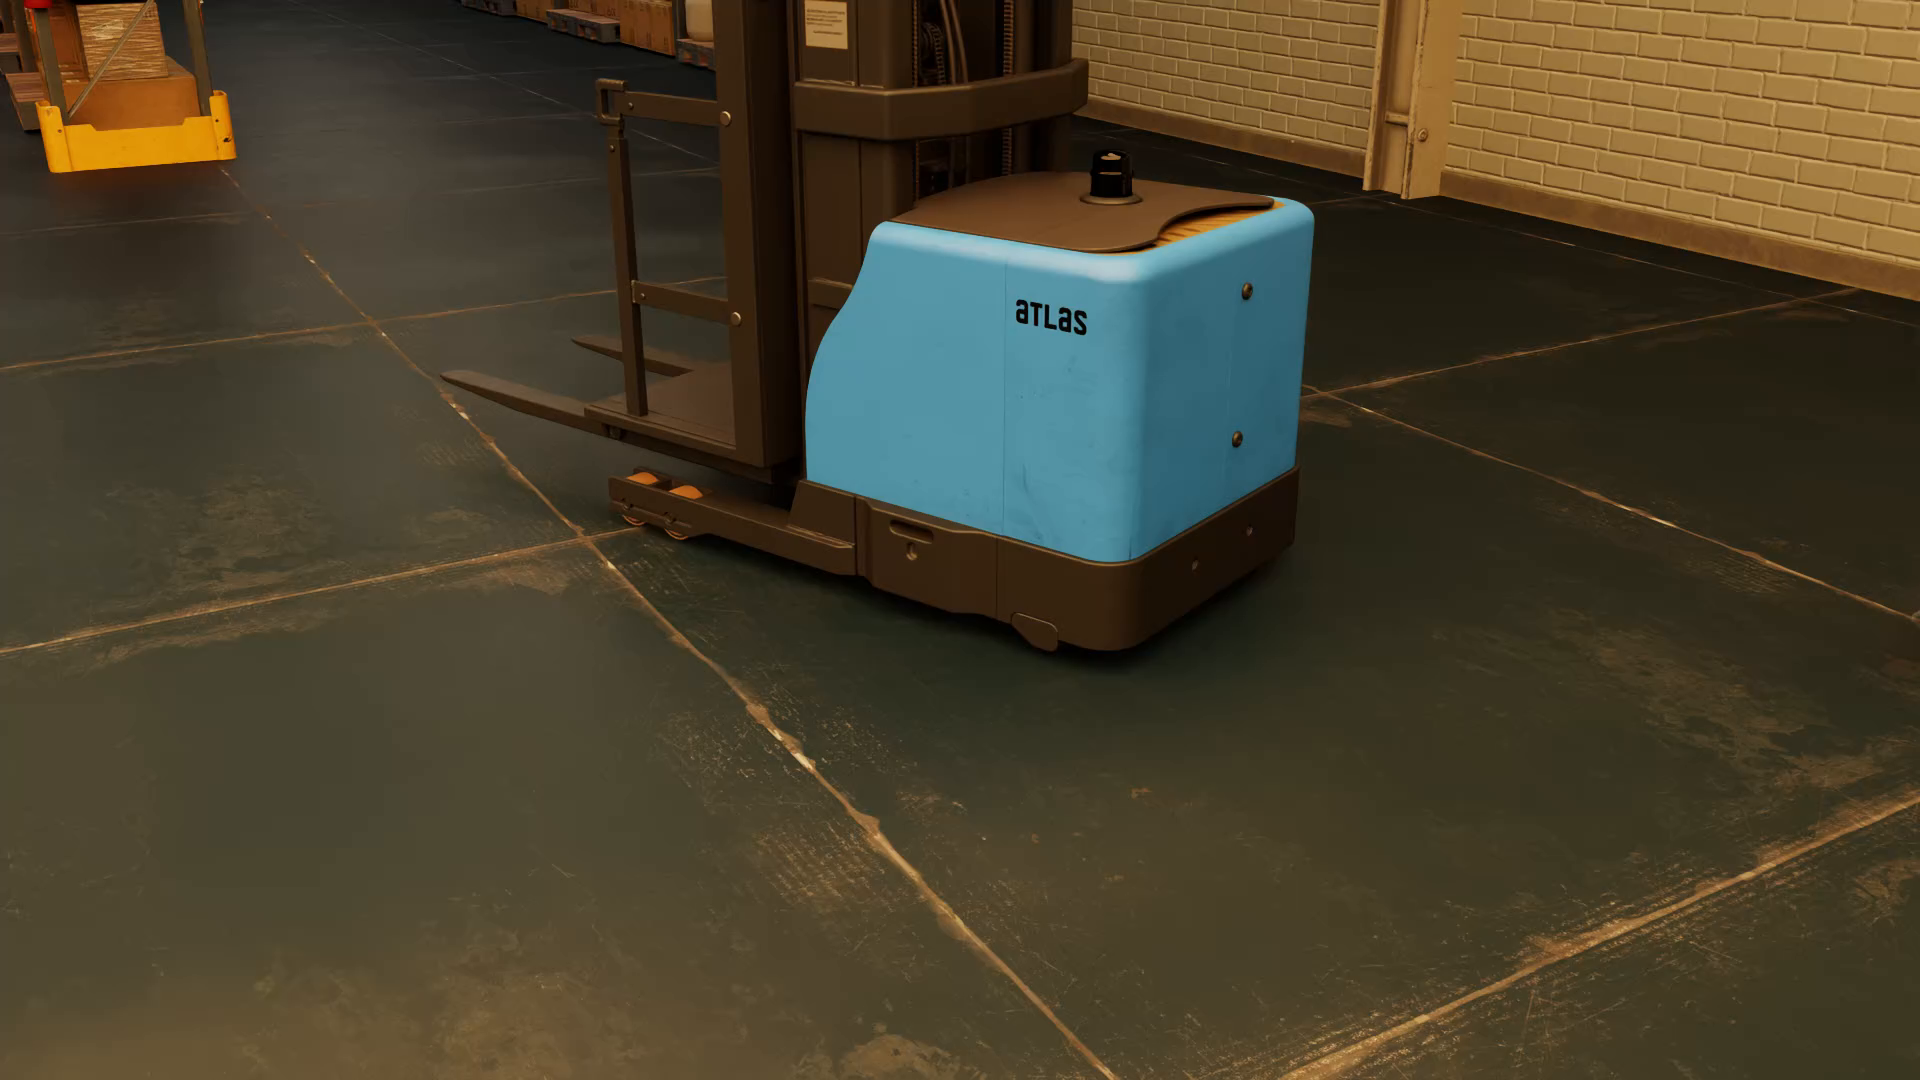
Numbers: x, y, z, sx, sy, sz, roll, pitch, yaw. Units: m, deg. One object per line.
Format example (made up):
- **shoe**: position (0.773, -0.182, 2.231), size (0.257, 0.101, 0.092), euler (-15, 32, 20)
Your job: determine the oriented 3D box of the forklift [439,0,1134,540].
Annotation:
- **forklift**: position (-0.479, -1.499, 4.926), size (3.031, 2.935, 1.121), euler (16, 27, 34)
